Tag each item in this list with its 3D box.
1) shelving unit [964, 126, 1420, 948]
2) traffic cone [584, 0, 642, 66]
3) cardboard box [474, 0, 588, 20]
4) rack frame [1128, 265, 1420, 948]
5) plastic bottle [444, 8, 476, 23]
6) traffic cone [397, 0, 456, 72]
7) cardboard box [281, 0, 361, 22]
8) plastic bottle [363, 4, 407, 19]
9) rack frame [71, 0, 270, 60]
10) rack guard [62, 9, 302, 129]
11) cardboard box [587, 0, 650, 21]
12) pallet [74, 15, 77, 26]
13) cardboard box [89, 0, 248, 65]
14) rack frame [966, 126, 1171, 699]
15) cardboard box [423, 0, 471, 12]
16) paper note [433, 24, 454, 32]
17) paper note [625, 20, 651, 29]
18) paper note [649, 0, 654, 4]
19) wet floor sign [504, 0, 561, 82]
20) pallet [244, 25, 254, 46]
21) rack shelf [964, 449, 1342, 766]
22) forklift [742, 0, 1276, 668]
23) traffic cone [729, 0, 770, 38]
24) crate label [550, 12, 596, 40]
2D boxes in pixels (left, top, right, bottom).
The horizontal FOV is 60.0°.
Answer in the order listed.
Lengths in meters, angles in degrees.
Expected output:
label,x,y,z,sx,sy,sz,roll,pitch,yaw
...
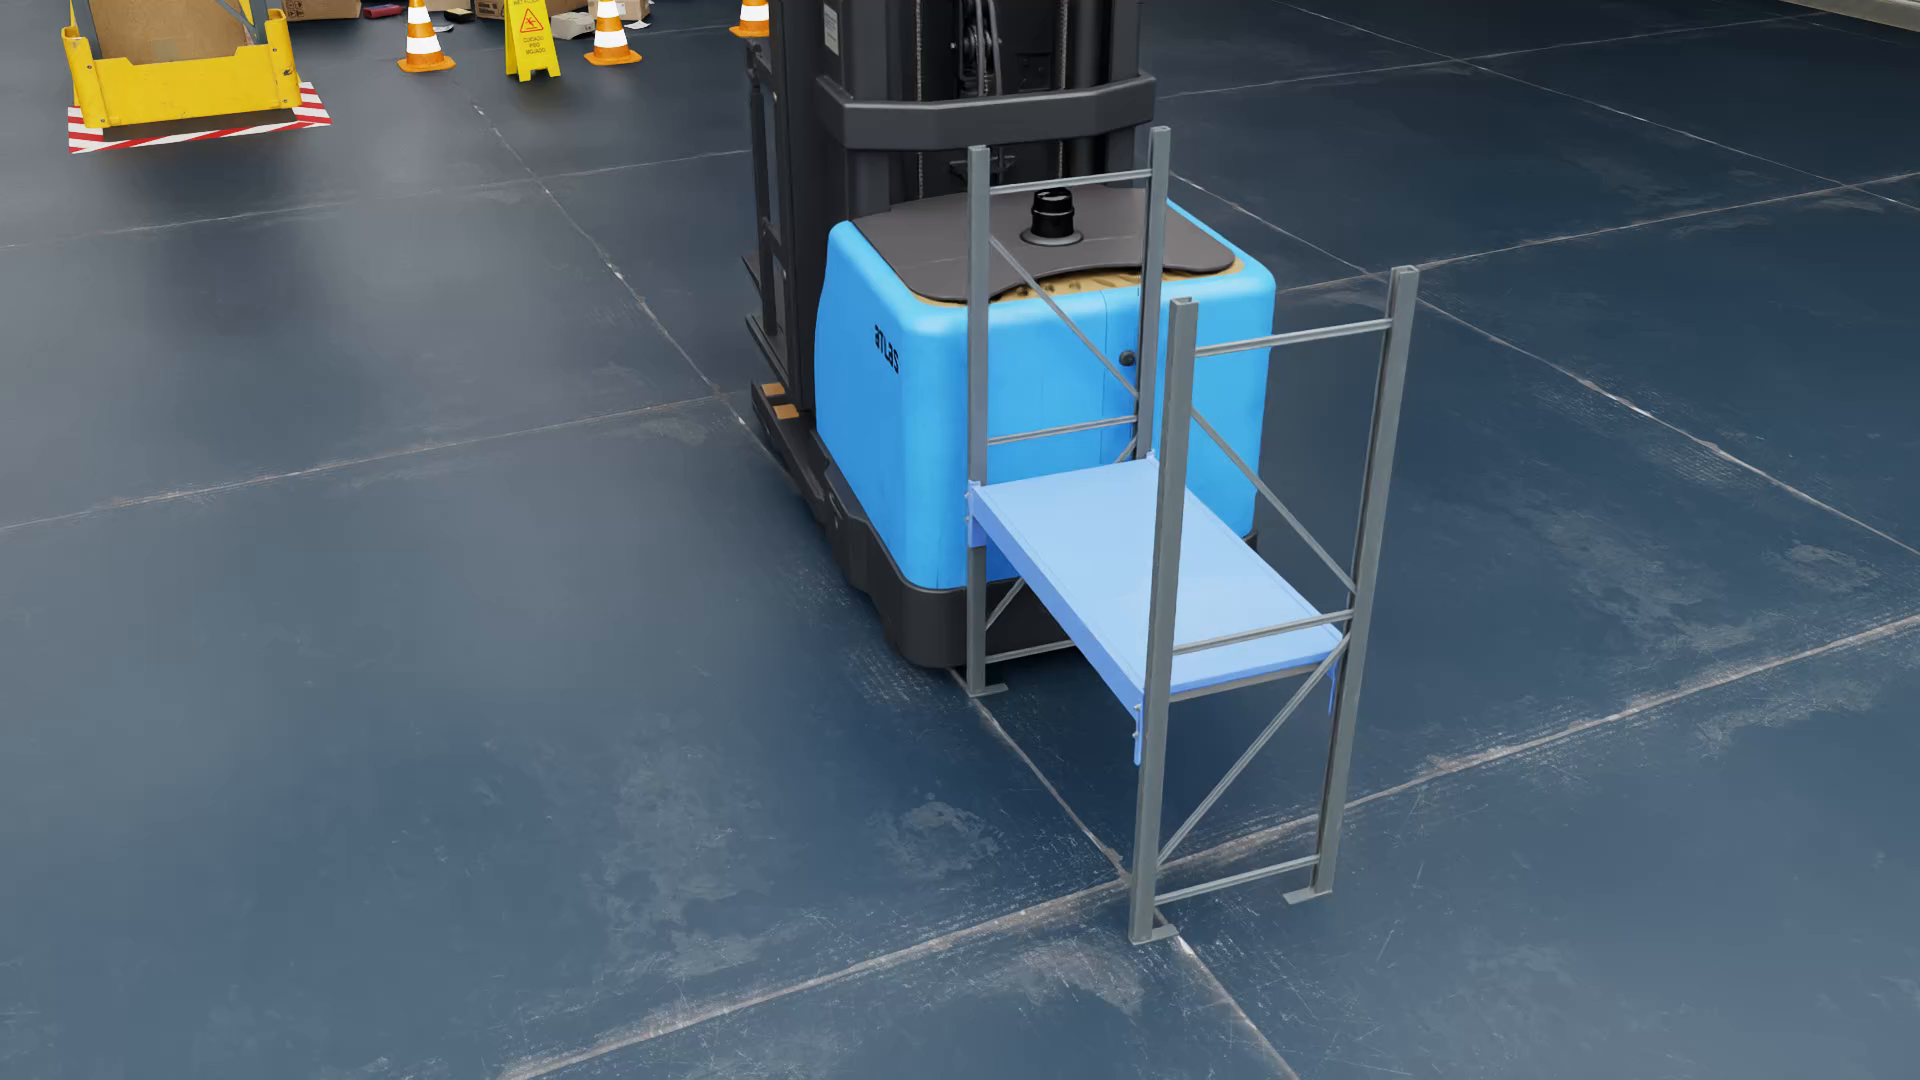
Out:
label,x,y,z,sx,sy,sz,roll,pitch,yaw
shelving unit,0.434,-0.041,3.790,0.538,1.500,1.048,-10,31,-18
traffic cone,-2.266,-3.345,10.743,0.336,0.463,0.334,-13,32,-22
cardboard box,-3.100,-4.071,11.996,0.637,0.503,0.797,13,32,21
rack frame,0.611,0.192,3.375,0.500,1.500,0.032,-10,31,-18
plastic bottle,-3.593,-3.751,11.877,0.283,0.061,0.133,26,38,38
traffic cone,-3.432,-3.258,10.587,0.336,0.463,0.334,-13,32,-22
cardboard box,-4.611,-4.039,11.940,0.500,0.500,0.500,-8,30,-13
plastic bottle,-4.146,-3.821,12.001,0.133,0.061,0.283,26,38,38
rack frame,-4.487,-3.832,9.017,1.000,3.000,0.127,-13,32,-22
rack guard,-4.476,-2.731,9.609,1.175,0.500,0.348,-13,32,-22
cardboard box,-2.446,-3.827,11.923,0.380,0.149,0.250,2,29,4
pallet,-5.420,-3.491,11.259,1.003,0.211,1.213,-13,32,-22
cardboard box,-4.837,-3.374,9.943,0.875,0.875,0.875,-13,32,-22
rack frame,0.257,-0.274,4.206,0.500,1.500,0.032,-10,31,-18
cardboard box,-3.803,-4.034,12.172,0.396,0.266,0.258,-8,30,-13
paper note,-3.609,-3.567,11.582,0.144,0.017,0.142,-3,29,-5
paper note,-2.263,-3.621,11.675,0.142,0.019,0.148,26,38,38
paper note,-2.307,-4.010,12.391,0.032,0.001,0.123,-13,32,-22
wet floor sign,-2.686,-3.208,10.311,0.267,0.644,0.232,-19,35,-30
pallet,-4.901,-2.952,10.299,1.003,0.211,1.213,-13,32,-22
rack shelf,0.434,0.116,3.878,0.538,0.185,1.000,-10,31,-18
forklift,-0.107,-1.639,5.177,1.130,2.935,3.031,-9,31,-16
traffic cone,-1.409,-3.729,11.426,0.336,0.463,0.334,-13,32,-22
crate label,-2.659,-3.537,11.418,0.298,0.136,0.250,19,34,30
